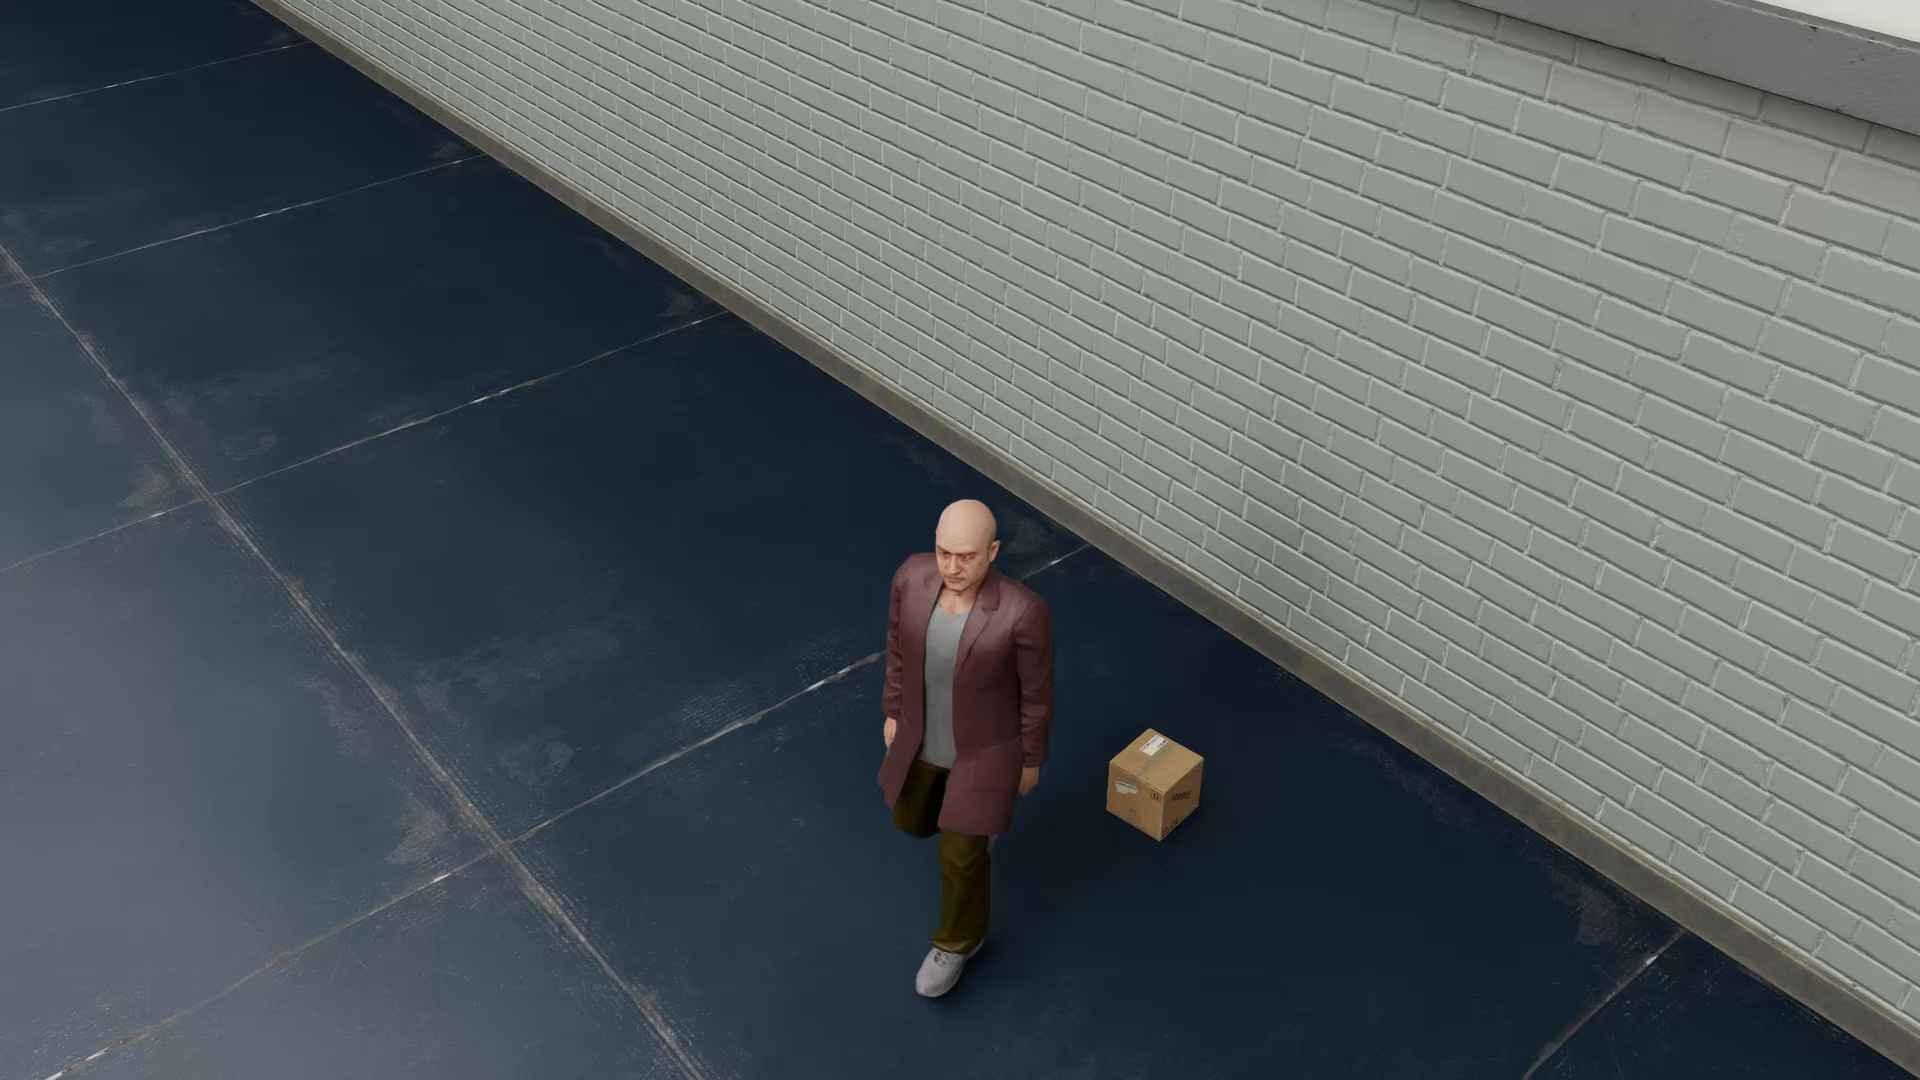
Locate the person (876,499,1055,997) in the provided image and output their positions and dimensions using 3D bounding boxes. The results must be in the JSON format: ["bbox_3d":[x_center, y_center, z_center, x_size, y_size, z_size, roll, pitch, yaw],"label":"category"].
[{"bbox_3d":[0.026,0.593,5.294,0.585,1.758,0.817,19,40,24],"label":"person"}]
